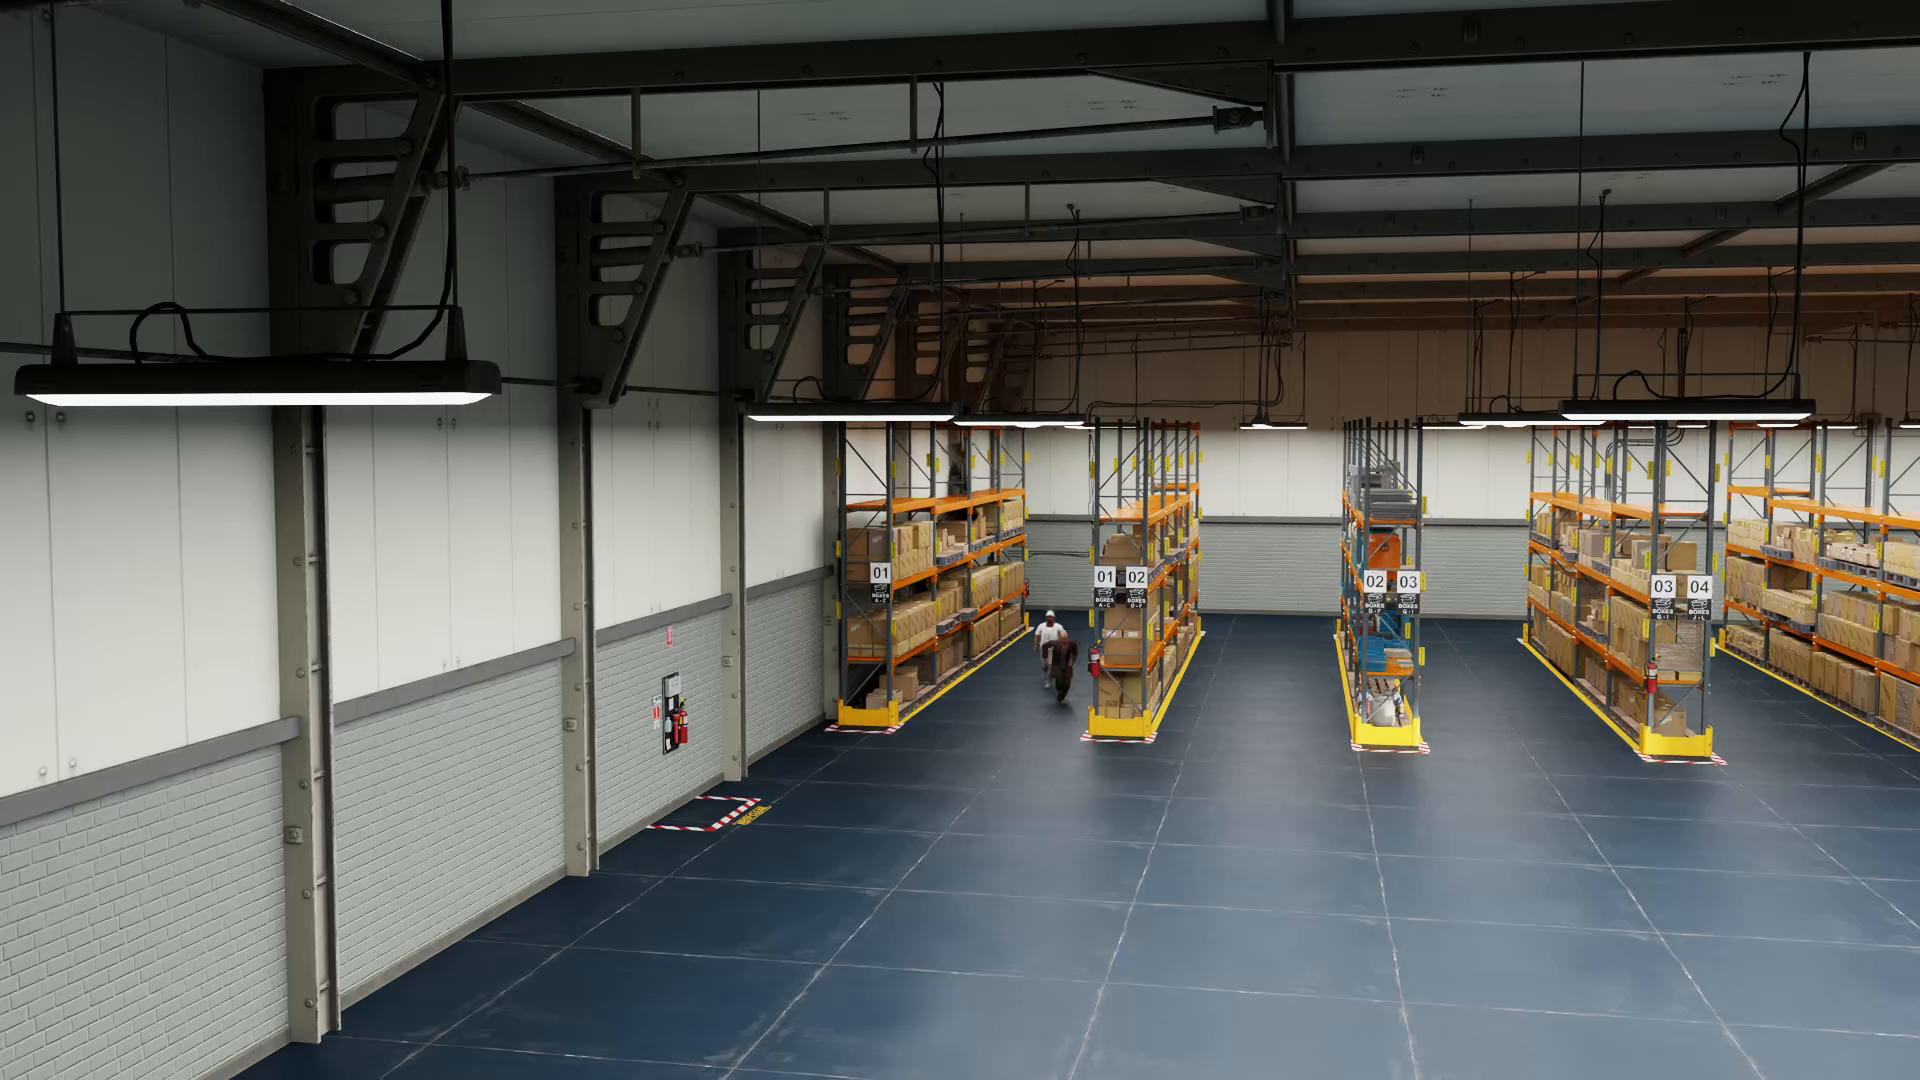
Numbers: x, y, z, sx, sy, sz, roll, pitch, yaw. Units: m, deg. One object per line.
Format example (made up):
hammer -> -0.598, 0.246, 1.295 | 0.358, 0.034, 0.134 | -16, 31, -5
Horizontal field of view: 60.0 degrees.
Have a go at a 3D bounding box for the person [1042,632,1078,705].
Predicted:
person -> 2.088, 2.676, 34.746 | 0.735, 1.592, 0.870 | 0, 4, -5

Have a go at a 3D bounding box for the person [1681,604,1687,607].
person -> 18.693, 2.083, 42.967 | 0.690, 1.738, 0.602 | 1, 4, 15

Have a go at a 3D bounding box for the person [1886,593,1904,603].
person -> 25.327, 1.954, 45.276 | 0.749, 1.701, 0.654 | 0, 4, 6

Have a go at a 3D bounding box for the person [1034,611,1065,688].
person -> 2.024, 2.448, 37.369 | 0.715, 1.721, 0.597 | 1, 4, 10

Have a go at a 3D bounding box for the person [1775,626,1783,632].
person -> 22.087, 2.053, 44.565 | 0.601, 1.583, 0.610 | -1, 4, -13
